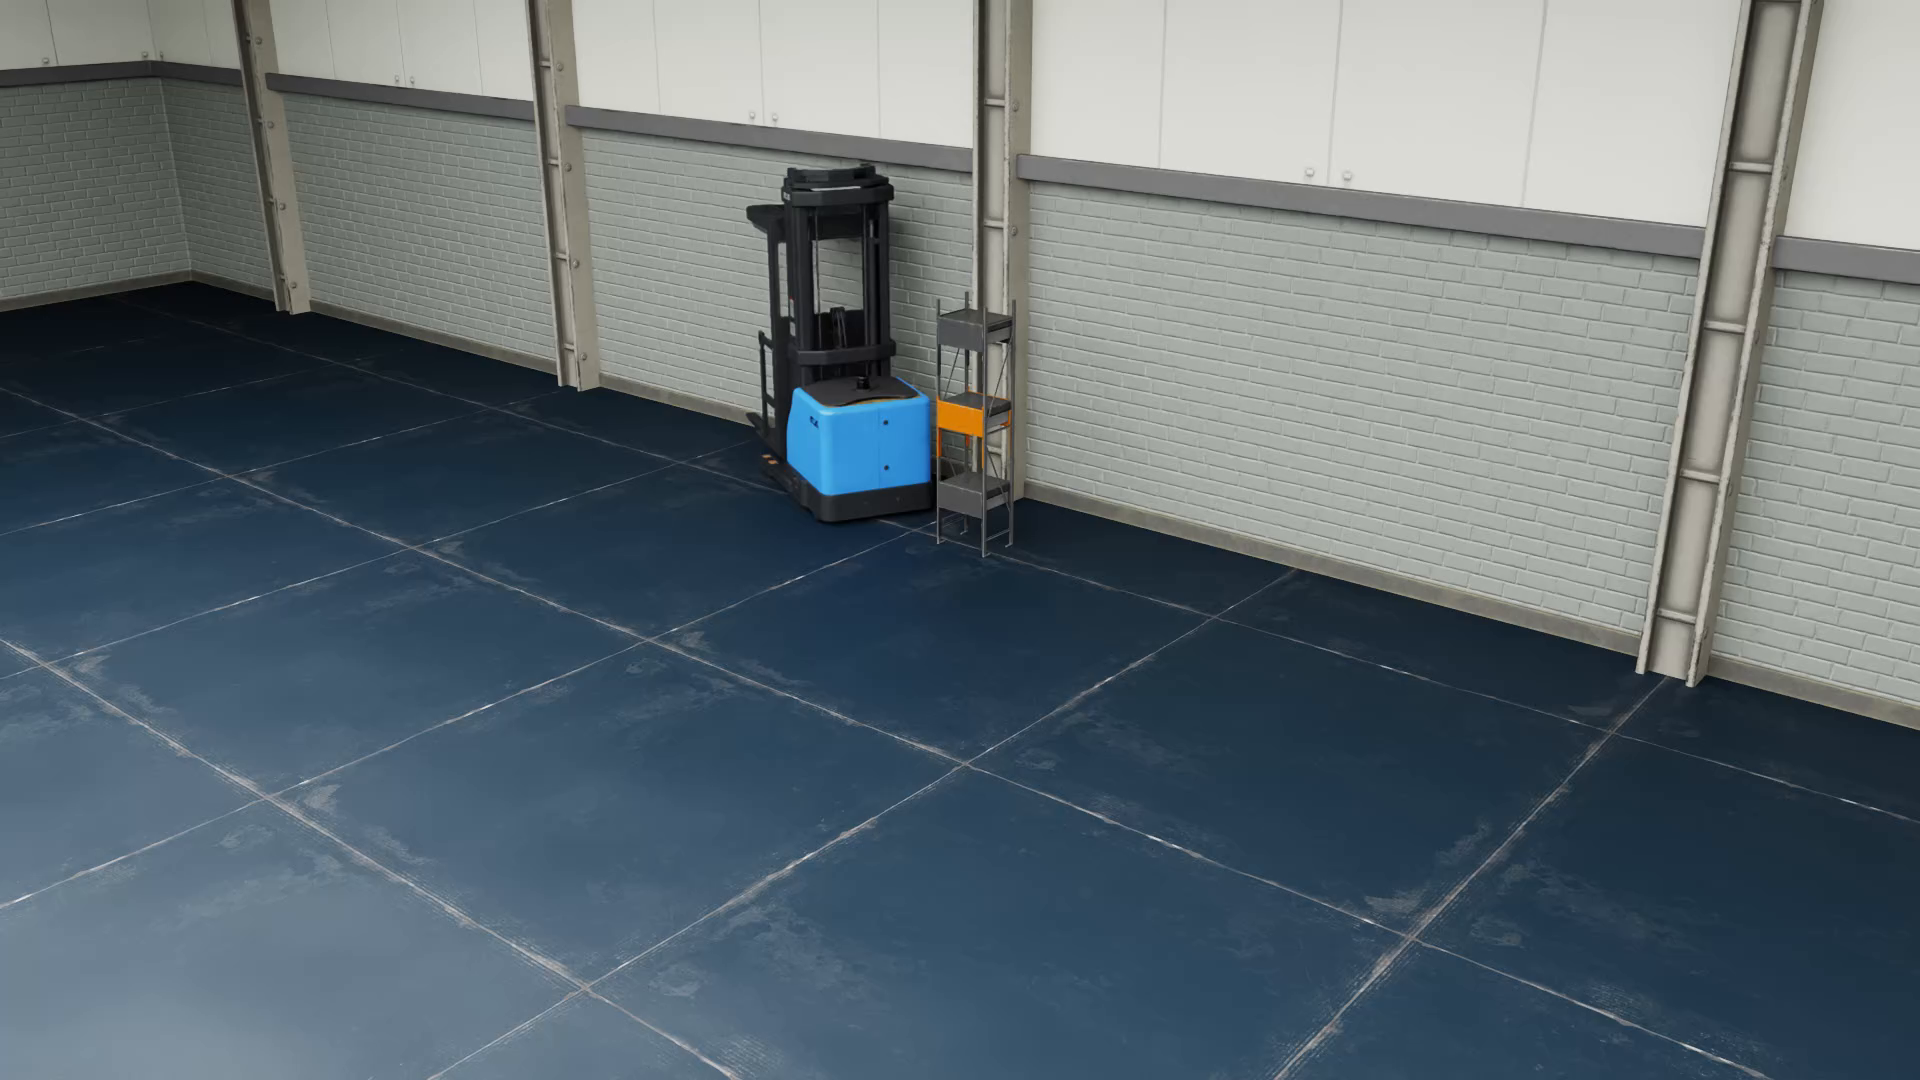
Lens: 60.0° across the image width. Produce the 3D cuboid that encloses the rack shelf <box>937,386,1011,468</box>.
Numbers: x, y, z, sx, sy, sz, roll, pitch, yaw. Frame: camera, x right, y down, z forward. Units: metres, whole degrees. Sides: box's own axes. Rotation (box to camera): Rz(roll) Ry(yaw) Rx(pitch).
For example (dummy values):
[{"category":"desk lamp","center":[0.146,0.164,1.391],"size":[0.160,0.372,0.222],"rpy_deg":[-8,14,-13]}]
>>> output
[{"category":"rack shelf","center":[0.128,-0.933,13.705],"size":[0.480,0.518,0.431],"rpy_deg":[16,26,36]}]

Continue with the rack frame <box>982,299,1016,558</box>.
[{"category":"rack frame","center":[0.317,-0.891,13.555],"size":[0.015,2.100,0.400],"rpy_deg":[16,26,36]}]

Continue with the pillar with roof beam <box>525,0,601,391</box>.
[{"category":"pillar with roof beam","center":[-7.016,-4.779,14.087],"size":[0.400,9.000,9.100],"rpy_deg":[16,26,36]}]

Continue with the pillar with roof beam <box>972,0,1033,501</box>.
[{"category":"pillar with roof beam","center":[-2.368,-3.440,10.537],"size":[0.400,9.000,9.100],"rpy_deg":[16,26,36]}]

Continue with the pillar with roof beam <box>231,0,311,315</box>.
[{"category":"pillar with roof beam","center":[-11.664,-6.117,17.637],"size":[0.400,9.000,9.100],"rpy_deg":[16,26,36]}]

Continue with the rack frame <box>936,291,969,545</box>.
[{"category":"rack frame","center":[-0.061,-1.000,13.844],"size":[0.015,2.100,0.400],"rpy_deg":[16,26,36]}]

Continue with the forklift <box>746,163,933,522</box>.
[{"category":"forklift","center":[-1.282,-2.012,15.350],"size":[1.130,2.935,3.031],"rpy_deg":[-9,22,-22]}]

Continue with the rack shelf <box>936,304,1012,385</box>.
[{"category":"rack shelf","center":[0.128,-1.588,13.458],"size":[0.480,0.518,0.431],"rpy_deg":[16,26,36]}]

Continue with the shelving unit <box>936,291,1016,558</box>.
[{"category":"shelving unit","center":[0.128,-0.946,13.700],"size":[0.503,2.100,0.431],"rpy_deg":[16,26,36]}]

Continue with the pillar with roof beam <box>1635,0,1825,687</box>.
[{"category":"pillar with roof beam","center":[2.281,-2.102,6.988],"size":[0.400,9.000,9.100],"rpy_deg":[16,26,36]}]

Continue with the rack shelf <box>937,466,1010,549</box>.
[{"category":"rack shelf","center":[0.128,-0.278,13.952],"size":[0.480,0.518,0.431],"rpy_deg":[16,26,36]}]
